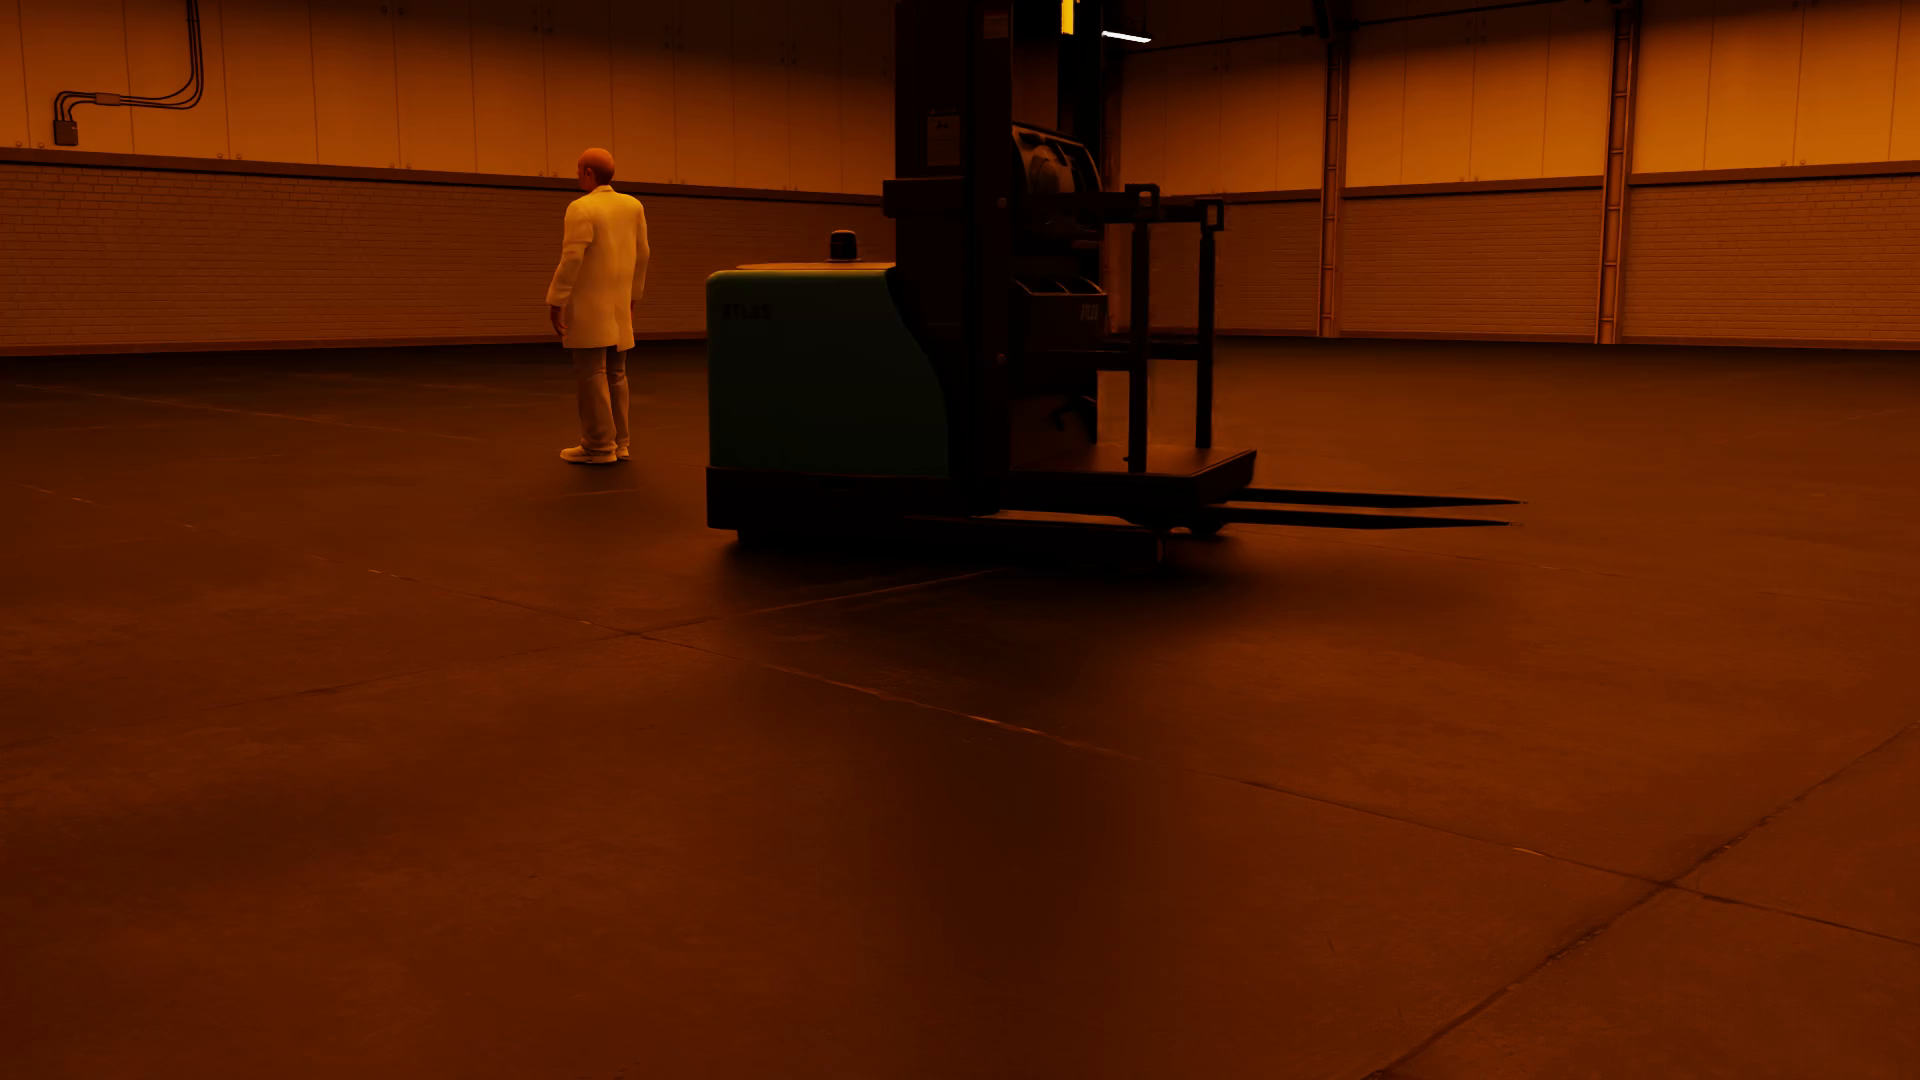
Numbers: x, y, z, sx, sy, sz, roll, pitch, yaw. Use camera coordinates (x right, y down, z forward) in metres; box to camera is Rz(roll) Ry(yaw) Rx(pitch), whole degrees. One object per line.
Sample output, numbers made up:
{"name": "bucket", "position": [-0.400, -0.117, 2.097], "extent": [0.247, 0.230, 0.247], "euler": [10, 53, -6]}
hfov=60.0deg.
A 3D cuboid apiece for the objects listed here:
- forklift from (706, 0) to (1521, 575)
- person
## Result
{"name": "forklift", "position": [0.565, -1.416, 6.275], "extent": [3.031, 2.935, 1.130], "euler": [3, 9, 22]}
{"name": "person", "position": [-2.152, -1.337, 9.578], "extent": [0.578, 1.779, 0.698], "euler": [6, 10, 33]}
